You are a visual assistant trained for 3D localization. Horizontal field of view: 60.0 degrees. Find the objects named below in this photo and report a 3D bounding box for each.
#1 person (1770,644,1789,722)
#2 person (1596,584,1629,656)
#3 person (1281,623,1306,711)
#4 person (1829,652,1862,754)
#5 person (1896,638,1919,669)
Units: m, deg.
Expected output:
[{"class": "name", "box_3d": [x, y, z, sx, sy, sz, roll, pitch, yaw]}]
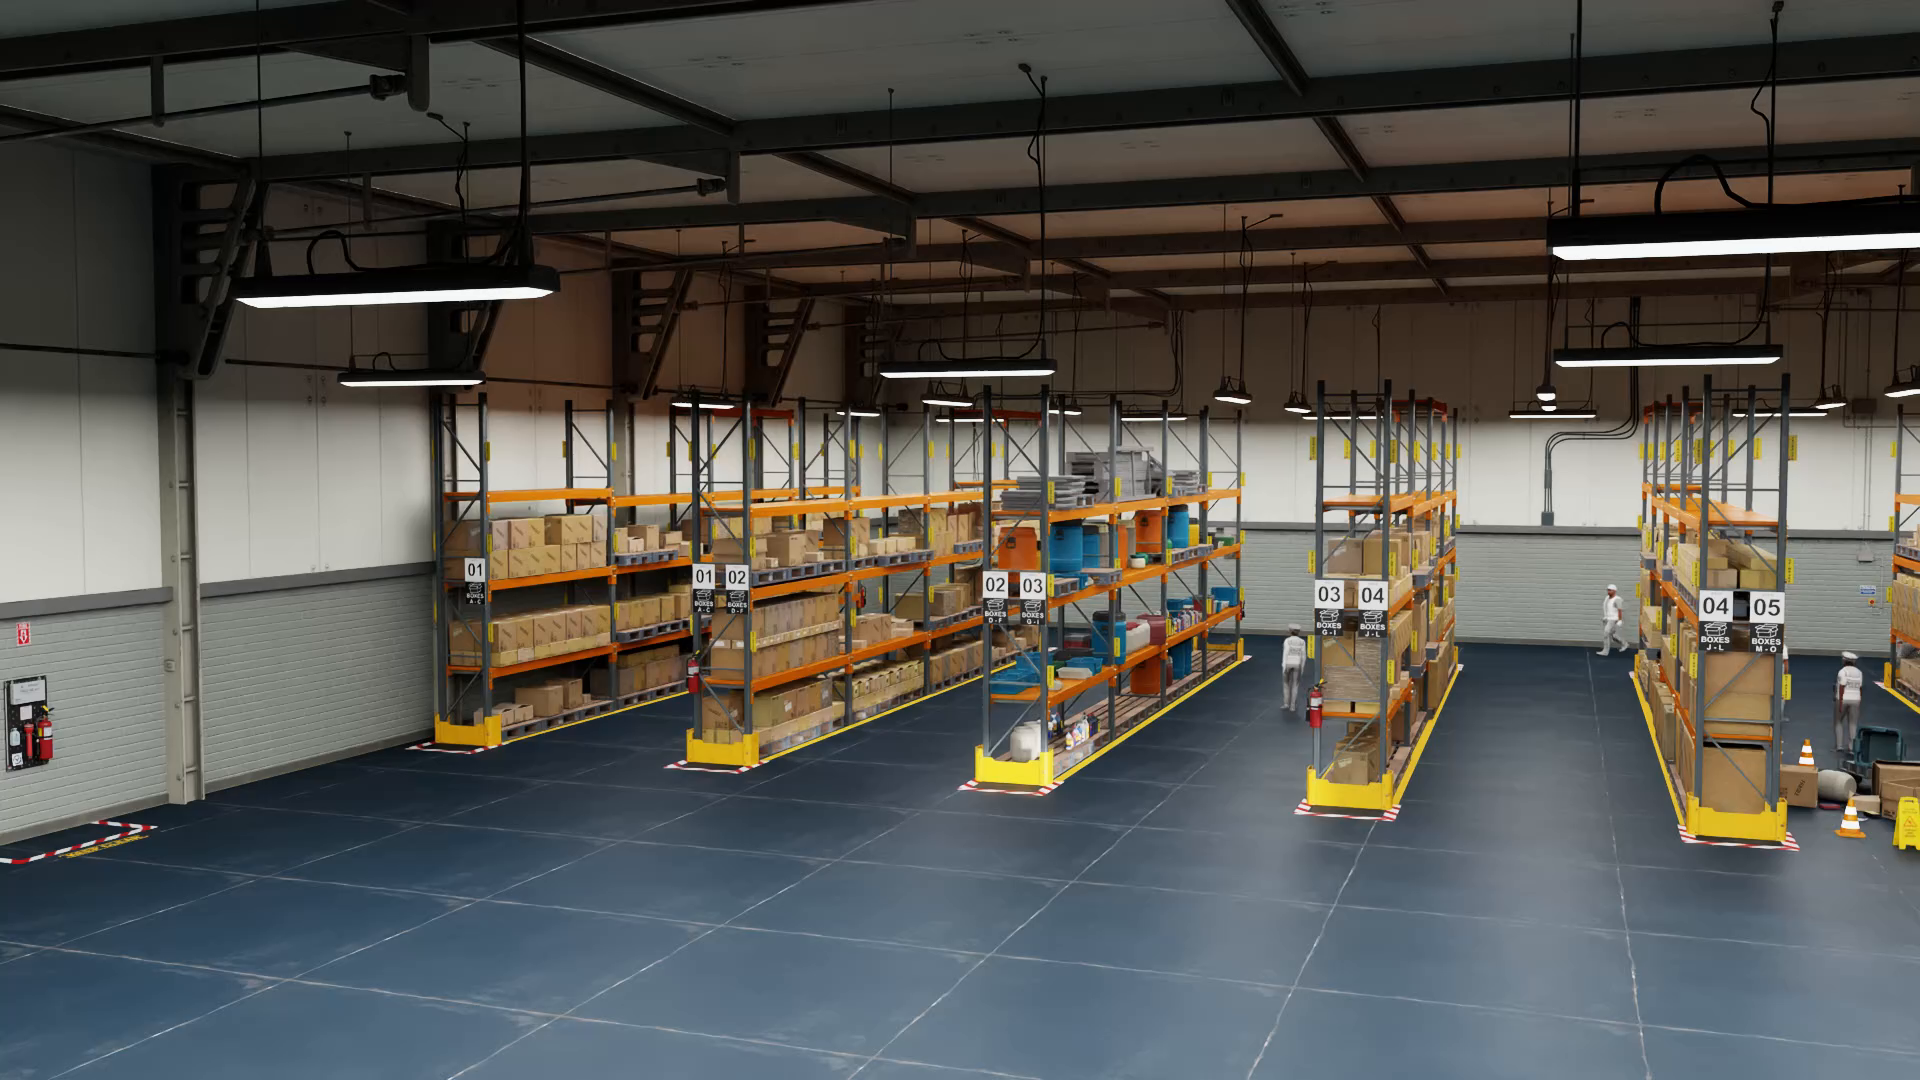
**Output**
[{"class": "person", "box_3d": [14.988, 2.496, 30.673, 0.578, 1.755, 0.565, 1, 3, 19]}, {"class": "person", "box_3d": [15.990, 1.956, 40.673, 0.966, 1.754, 0.547, -1, 3, -10]}, {"class": "person", "box_3d": [6.443, 2.479, 32.076, 0.474, 1.728, 0.585, 0, 3, 7]}, {"class": "person", "box_3d": [14.709, 2.727, 27.525, 0.451, 1.732, 0.595, 1, 3, 14]}, {"class": "person", "box_3d": [20.757, 2.195, 36.309, 0.964, 1.742, 0.546, 1, 3, 14]}]
